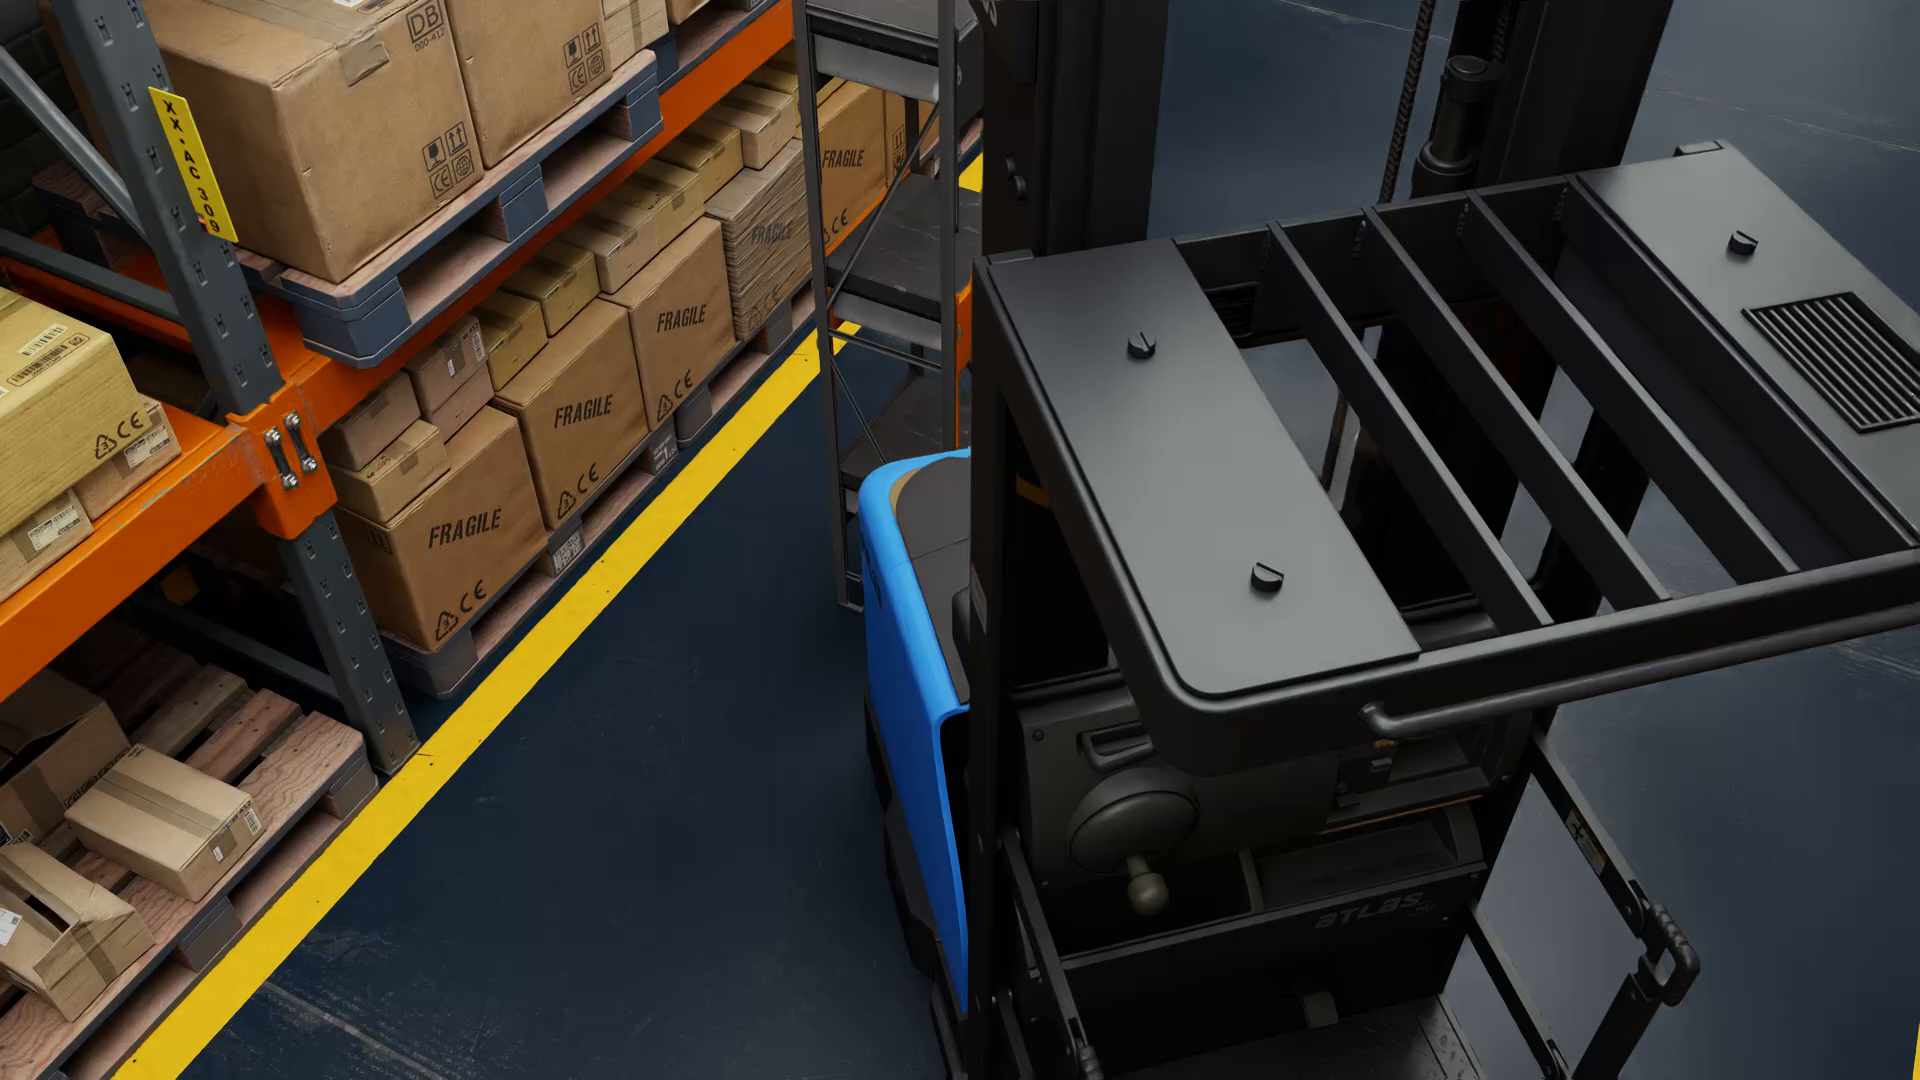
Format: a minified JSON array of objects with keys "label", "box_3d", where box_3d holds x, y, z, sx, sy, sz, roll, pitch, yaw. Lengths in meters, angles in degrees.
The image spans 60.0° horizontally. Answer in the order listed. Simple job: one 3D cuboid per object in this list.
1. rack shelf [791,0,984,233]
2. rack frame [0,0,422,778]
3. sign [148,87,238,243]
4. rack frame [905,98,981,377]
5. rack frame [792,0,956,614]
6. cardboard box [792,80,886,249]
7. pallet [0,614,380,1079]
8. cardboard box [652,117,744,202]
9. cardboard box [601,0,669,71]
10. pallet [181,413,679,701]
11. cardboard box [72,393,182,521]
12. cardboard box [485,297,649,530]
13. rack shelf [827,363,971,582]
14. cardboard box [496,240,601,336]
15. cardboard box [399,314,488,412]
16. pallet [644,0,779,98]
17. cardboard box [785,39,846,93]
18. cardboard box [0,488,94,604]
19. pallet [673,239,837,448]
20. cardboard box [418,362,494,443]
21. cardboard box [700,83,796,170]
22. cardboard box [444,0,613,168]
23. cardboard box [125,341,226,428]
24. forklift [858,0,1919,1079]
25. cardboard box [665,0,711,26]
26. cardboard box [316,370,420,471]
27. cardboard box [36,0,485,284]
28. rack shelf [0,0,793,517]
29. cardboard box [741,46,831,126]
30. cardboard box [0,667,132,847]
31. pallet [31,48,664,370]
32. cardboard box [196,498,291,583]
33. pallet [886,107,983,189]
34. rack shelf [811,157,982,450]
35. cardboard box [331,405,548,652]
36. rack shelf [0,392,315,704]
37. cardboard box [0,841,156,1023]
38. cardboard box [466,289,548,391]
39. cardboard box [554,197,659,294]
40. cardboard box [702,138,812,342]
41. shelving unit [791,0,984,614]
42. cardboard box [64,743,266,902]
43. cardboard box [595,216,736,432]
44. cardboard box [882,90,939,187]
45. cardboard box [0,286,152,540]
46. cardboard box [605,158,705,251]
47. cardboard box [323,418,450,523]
[{"label":"rack shelf","box_3d":[-0.077,-1.116,3.912,0.431,0.518,0.480,20,49,19]},{"label":"rack frame","box_3d":[-1.984,-0.600,3.734,1.000,3.000,0.127,20,49,19]},{"label":"sign","box_3d":[-1.500,-0.730,3.254,0.100,0.325,0.005,20,49,19]},{"label":"rack frame","box_3d":[0.036,-0.788,4.552,0.400,2.100,0.015,20,49,19]},{"label":"rack frame","box_3d":[-0.190,-0.480,4.248,0.400,2.100,0.015,20,49,19]},{"label":"cardboard box","box_3d":[-0.615,-1.409,5.996,0.500,0.500,0.500,22,49,21]},{"label":"pallet","box_3d":[-2.304,0.813,4.299,1.003,0.211,1.213,20,49,19]},{"label":"cardboard box","box_3d":[-0.932,-1.258,5.390,0.380,0.149,0.250,21,49,19]},{"label":"cardboard box","box_3d":[-0.999,-1.449,4.372,0.396,0.266,0.258,23,50,21]},{"label":"pallet","box_3d":[-1.640,-0.145,5.245,1.003,0.211,1.213,20,49,19]},{"label":"cardboard box","box_3d":[-1.908,-0.227,3.542,0.380,0.149,0.250,21,49,20]},{"label":"cardboard box","box_3d":[-1.322,-0.438,5.036,0.500,0.500,0.500,20,49,19]},{"label":"rack shelf","box_3d":[-0.077,-0.132,4.908,0.431,0.518,0.480,20,49,19]},{"label":"cardboard box","box_3d":[-1.298,-0.778,4.916,0.380,0.149,0.250,20,49,18]},{"label":"cardboard box","box_3d":[-1.504,-0.519,4.451,0.380,0.149,0.250,18,48,17]},{"label":"pallet","box_3d":[-1.026,-1.826,5.080,1.003,0.211,1.213,20,49,19]},{"label":"cardboard box","box_3d":[-0.556,-1.737,5.864,0.380,0.149,0.250,22,49,20]},{"label":"cardboard box","box_3d":[-2.010,-0.056,3.373,0.380,0.149,0.250,22,49,20]},{"label":"pallet","box_3d":[-1.075,-0.916,6.007,1.003,0.211,1.213,20,49,19]},{"label":"cardboard box","box_3d":[-1.522,-0.435,4.577,0.380,0.149,0.250,19,48,18]},{"label":"cardboard box","box_3d":[-0.773,-1.396,5.527,0.380,0.149,0.250,18,48,17]},{"label":"cardboard box","box_3d":[-1.321,-1.340,4.100,0.700,0.500,0.500,21,49,19]},{"label":"cardboard box","box_3d":[-2.069,-0.424,4.566,0.380,0.149,0.250,19,48,18]},{"label":"forklift","box_3d":[0.617,0.476,2.719,1.130,2.935,3.031,-11,46,-10]},{"label":"cardboard box","box_3d":[-0.957,-1.834,4.588,0.700,0.500,0.500,20,49,19]},{"label":"cardboard box","box_3d":[-1.636,-0.360,4.293,0.380,0.149,0.250,20,49,18]},{"label":"cardboard box","box_3d":[-1.561,-1.014,3.777,0.700,0.500,0.500,22,49,20]},{"label":"rack shelf","box_3d":[-1.056,-1.607,5.235,1.077,0.370,4.000,20,49,19]},{"label":"cardboard box","box_3d":[-0.671,-1.580,5.709,0.380,0.149,0.250,20,49,18]},{"label":"cardboard box","box_3d":[-2.500,0.536,4.207,0.500,0.311,0.500,22,49,20]},{"label":"pallet","box_3d":[-1.516,-1.000,4.264,1.003,0.211,1.213,20,49,19]},{"label":"cardboard box","box_3d":[-2.018,-0.276,4.876,0.500,0.500,0.500,20,49,19]},{"label":"pallet","box_3d":[-0.507,-1.682,6.764,1.003,0.211,1.213,20,49,19]},{"label":"rack shelf","box_3d":[-0.077,-0.624,4.410,0.431,0.518,0.480,20,49,19]},{"label":"cardboard box","box_3d":[-1.560,-0.099,4.701,0.500,0.500,0.500,22,49,21]},{"label":"rack shelf","box_3d":[-2.913,0.913,2.745,1.077,0.370,4.000,20,49,19]},{"label":"cardboard box","box_3d":[-2.148,0.886,3.892,0.396,0.266,0.258,22,49,20]},{"label":"cardboard box","box_3d":[-1.413,-0.600,4.741,0.380,0.149,0.250,18,48,17]},{"label":"cardboard box","box_3d":[-1.149,-0.923,5.059,0.380,0.149,0.250,20,49,19]},{"label":"cardboard box","box_3d":[-0.840,-1.076,5.666,0.500,0.500,0.500,19,48,18]},{"label":"shelving unit","box_3d":[-0.077,-0.634,4.400,0.431,2.100,0.503,20,49,19]},{"label":"cardboard box","box_3d":[-1.983,0.703,4.156,0.380,0.149,0.250,19,48,18]},{"label":"cardboard box","box_3d":[-1.086,-0.751,5.345,0.500,0.500,0.500,19,48,18]},{"label":"cardboard box","box_3d":[-0.375,-1.740,6.322,0.500,0.500,0.500,20,49,18]},{"label":"cardboard box","box_3d":[-2.004,-0.250,3.285,0.500,0.250,0.500,22,49,20]},{"label":"cardboard box","box_3d":[-1.031,-1.078,5.213,0.380,0.149,0.250,22,49,20]},{"label":"cardboard box","box_3d":[-1.582,-0.235,4.379,0.380,0.149,0.250,23,50,21]}]
